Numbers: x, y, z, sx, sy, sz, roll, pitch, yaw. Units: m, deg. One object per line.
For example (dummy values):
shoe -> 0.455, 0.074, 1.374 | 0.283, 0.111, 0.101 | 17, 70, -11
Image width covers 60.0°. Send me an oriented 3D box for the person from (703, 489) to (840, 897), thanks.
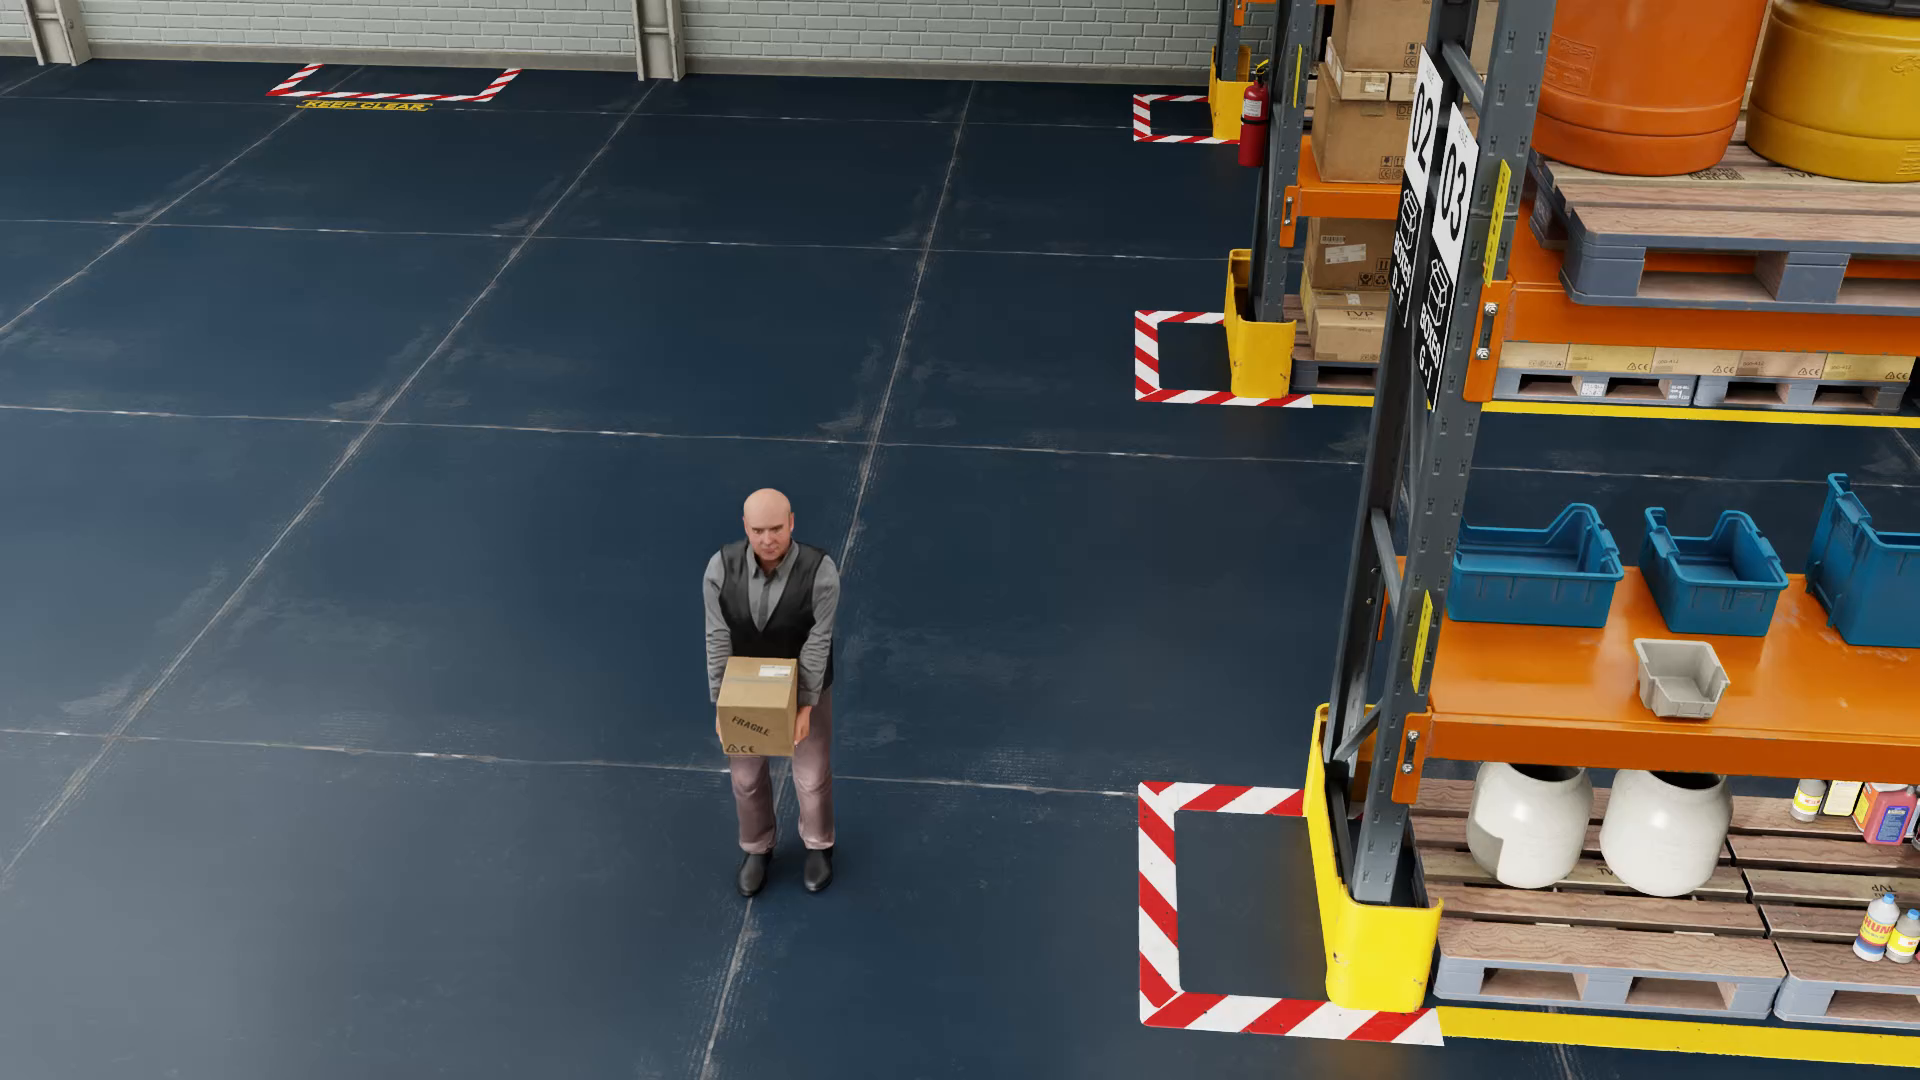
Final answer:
person -> -0.684, 0.607, 6.185 | 0.495, 1.721, 0.554 | 2, 32, 3
